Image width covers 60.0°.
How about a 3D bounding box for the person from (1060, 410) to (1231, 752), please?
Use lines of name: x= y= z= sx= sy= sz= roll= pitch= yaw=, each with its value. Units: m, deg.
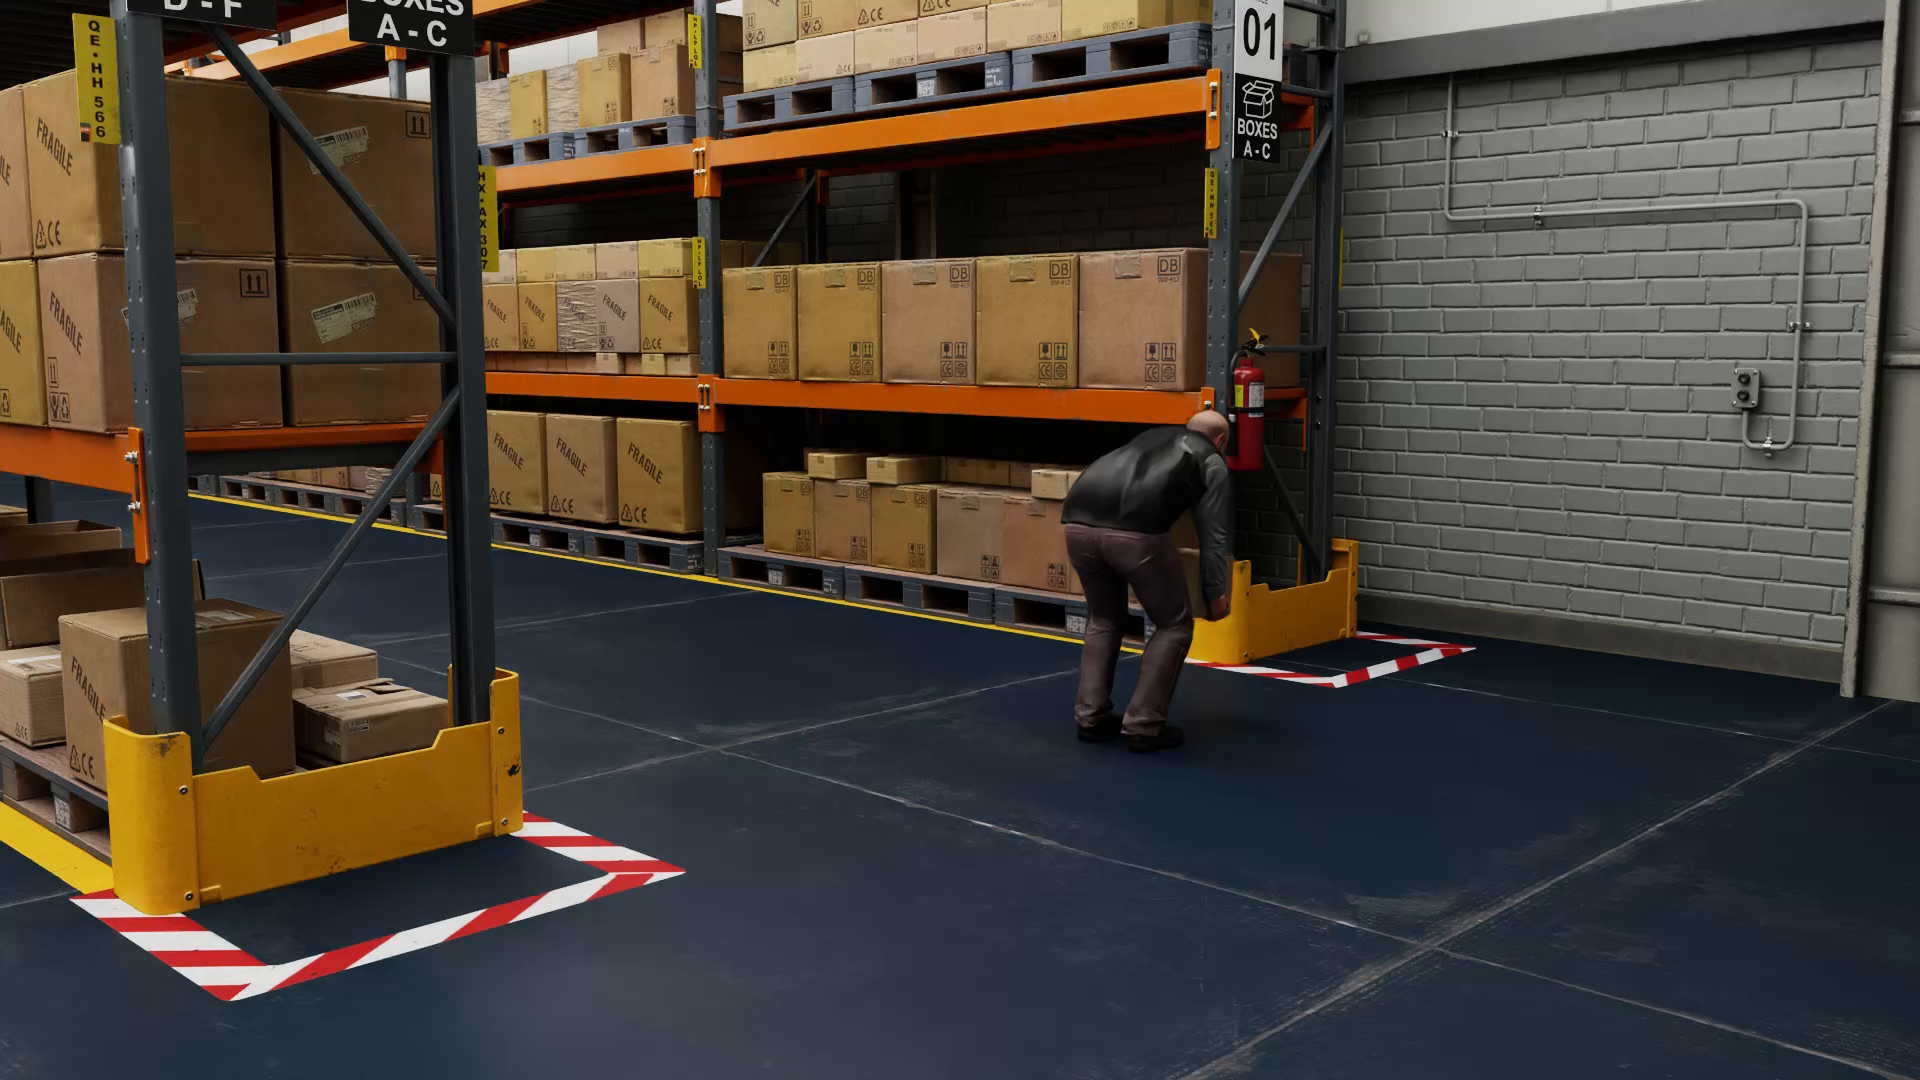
person: x=0.789 y=0.136 z=6.591 sx=0.476 sy=1.276 sz=0.888 roll=6 pitch=9 yaw=41
